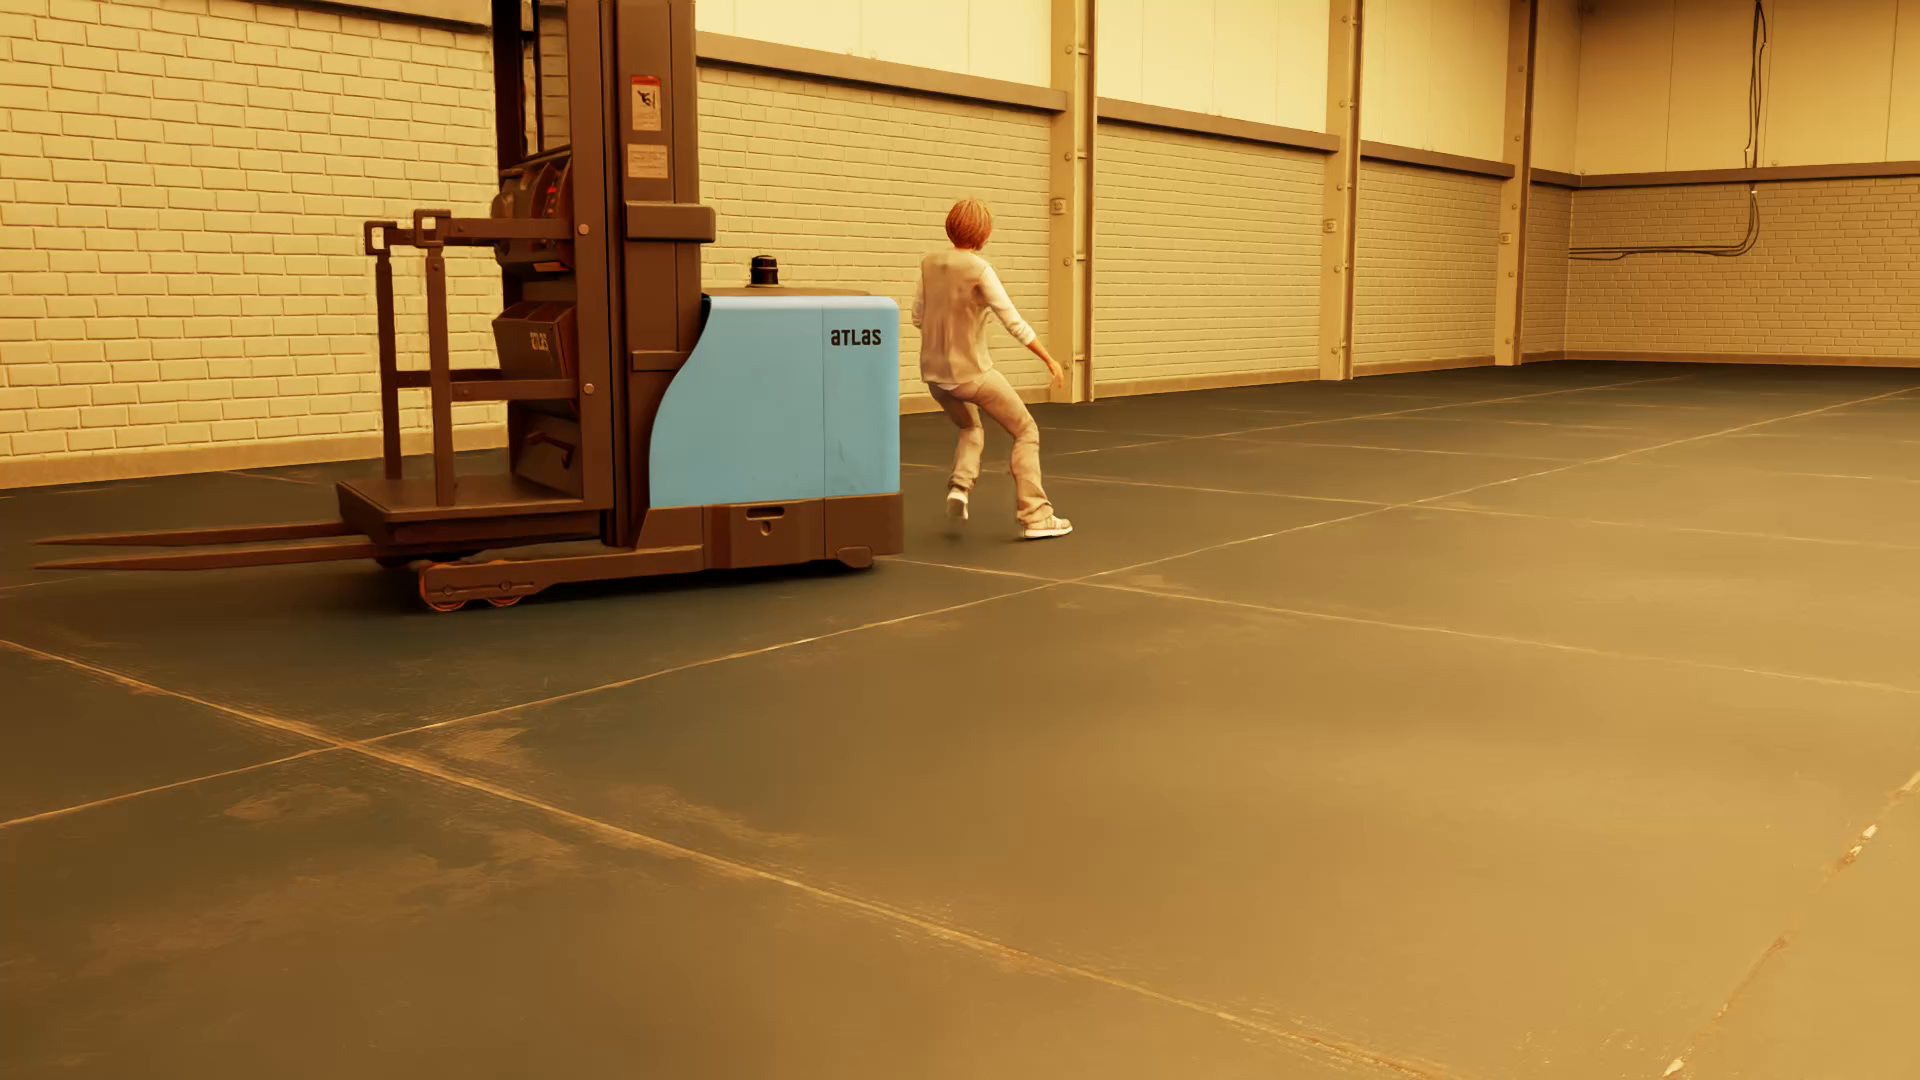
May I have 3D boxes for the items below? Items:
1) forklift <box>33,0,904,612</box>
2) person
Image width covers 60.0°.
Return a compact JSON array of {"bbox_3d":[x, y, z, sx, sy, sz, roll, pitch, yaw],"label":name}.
[{"bbox_3d":[-1.767,-1.290,6.098,3.031,2.935,1.130,-4,9,-28],"label":"forklift"},{"bbox_3d":[0.120,-0.773,7.491,0.646,1.494,0.527,8,11,42],"label":"person"}]
